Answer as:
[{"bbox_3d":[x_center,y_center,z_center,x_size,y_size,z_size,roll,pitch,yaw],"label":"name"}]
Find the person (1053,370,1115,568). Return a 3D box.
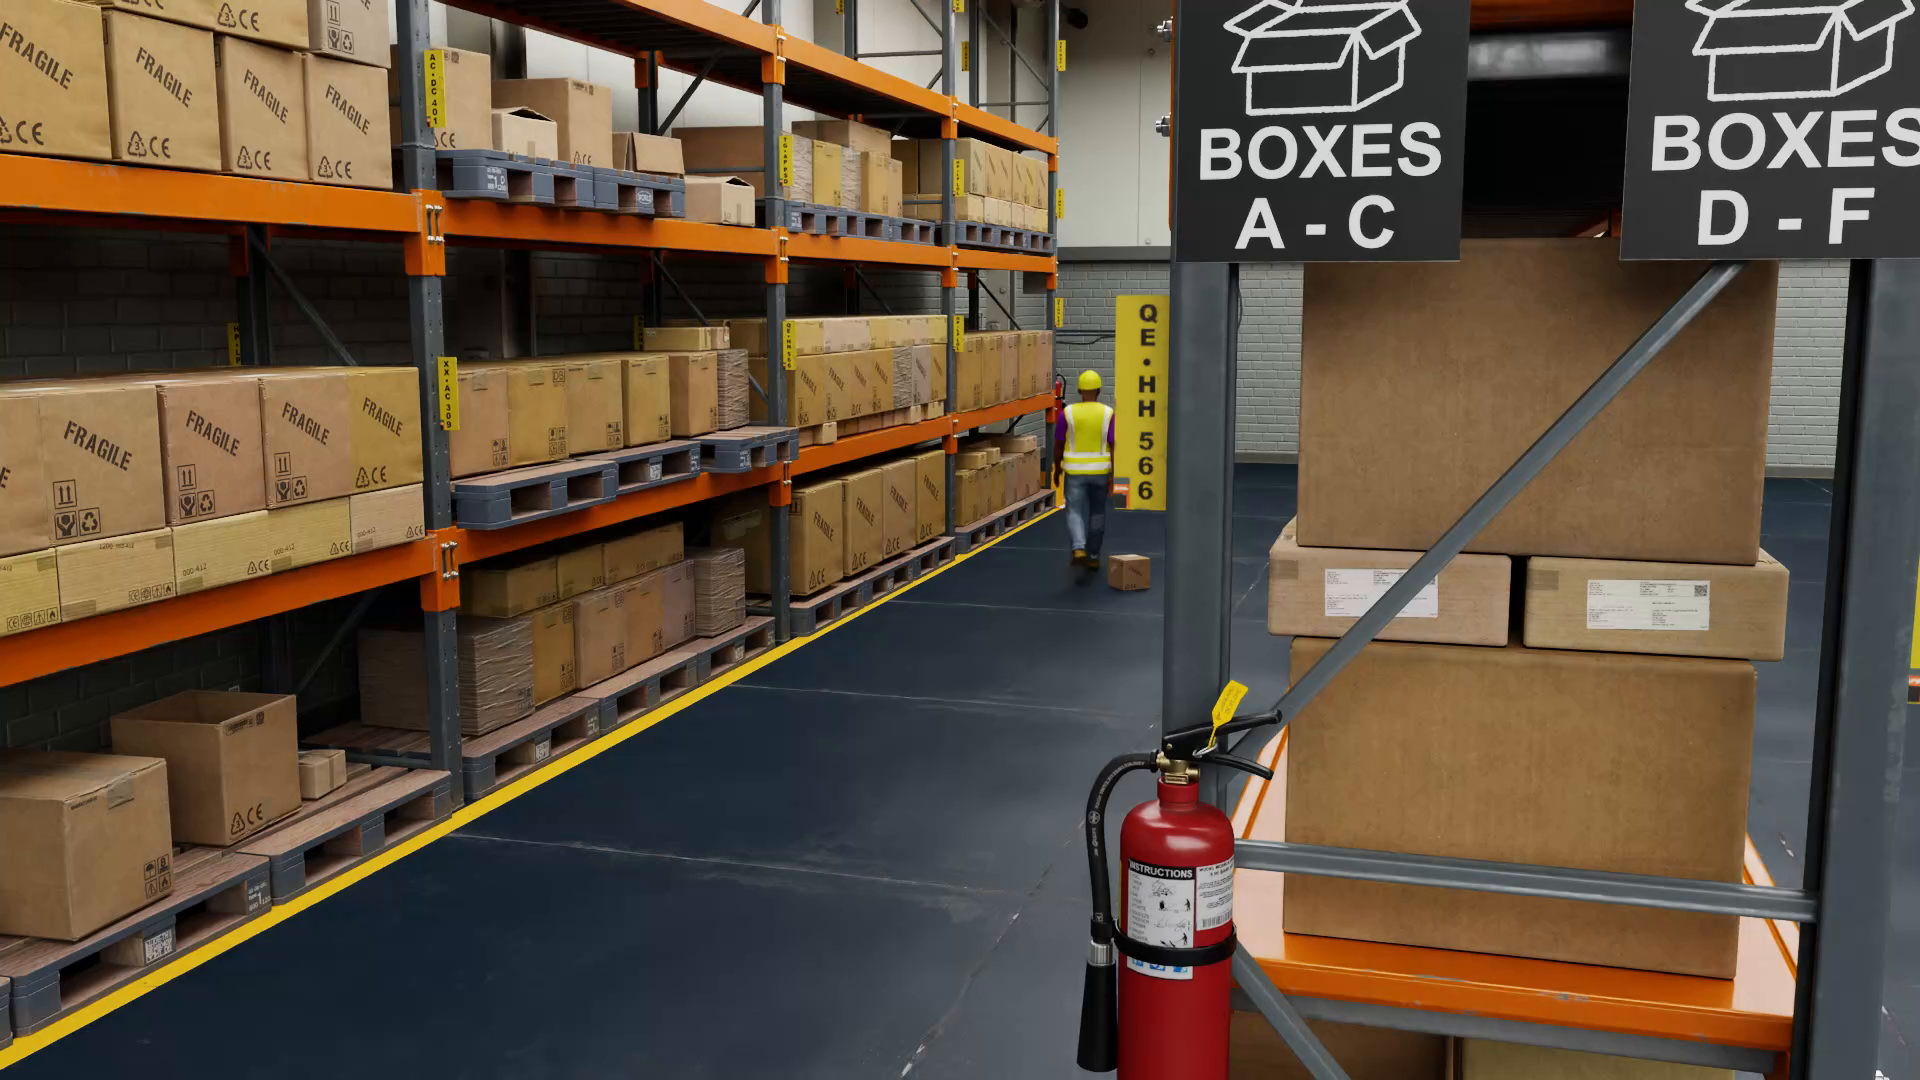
[{"bbox_3d":[1.086,-0.588,14.258,0.566,1.732,0.951,0,8,0],"label":"person"}]
